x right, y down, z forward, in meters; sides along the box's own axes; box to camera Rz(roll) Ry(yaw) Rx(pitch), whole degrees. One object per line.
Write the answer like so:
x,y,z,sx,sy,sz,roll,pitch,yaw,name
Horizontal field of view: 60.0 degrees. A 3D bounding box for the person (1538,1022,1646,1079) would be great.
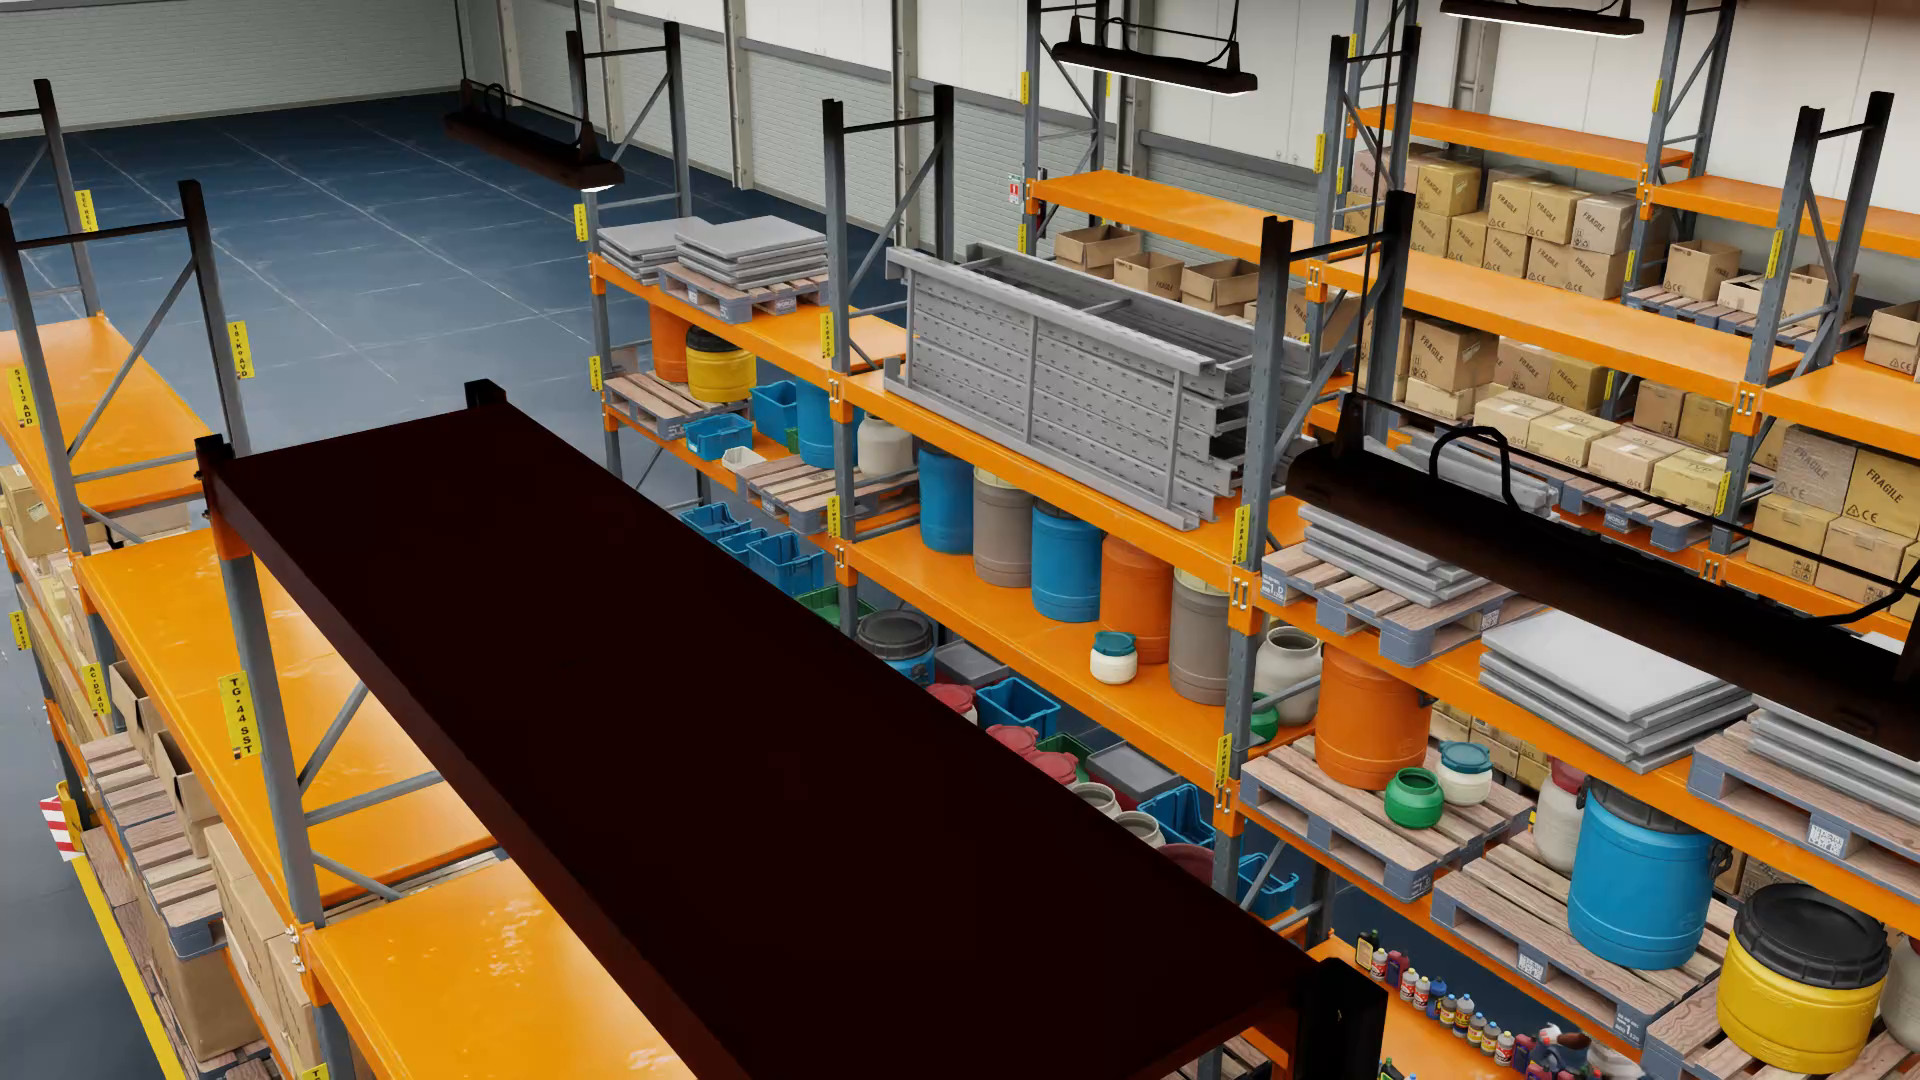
3.988,3.153,10.144,0.740,1.766,0.749,-15,29,-29,person
